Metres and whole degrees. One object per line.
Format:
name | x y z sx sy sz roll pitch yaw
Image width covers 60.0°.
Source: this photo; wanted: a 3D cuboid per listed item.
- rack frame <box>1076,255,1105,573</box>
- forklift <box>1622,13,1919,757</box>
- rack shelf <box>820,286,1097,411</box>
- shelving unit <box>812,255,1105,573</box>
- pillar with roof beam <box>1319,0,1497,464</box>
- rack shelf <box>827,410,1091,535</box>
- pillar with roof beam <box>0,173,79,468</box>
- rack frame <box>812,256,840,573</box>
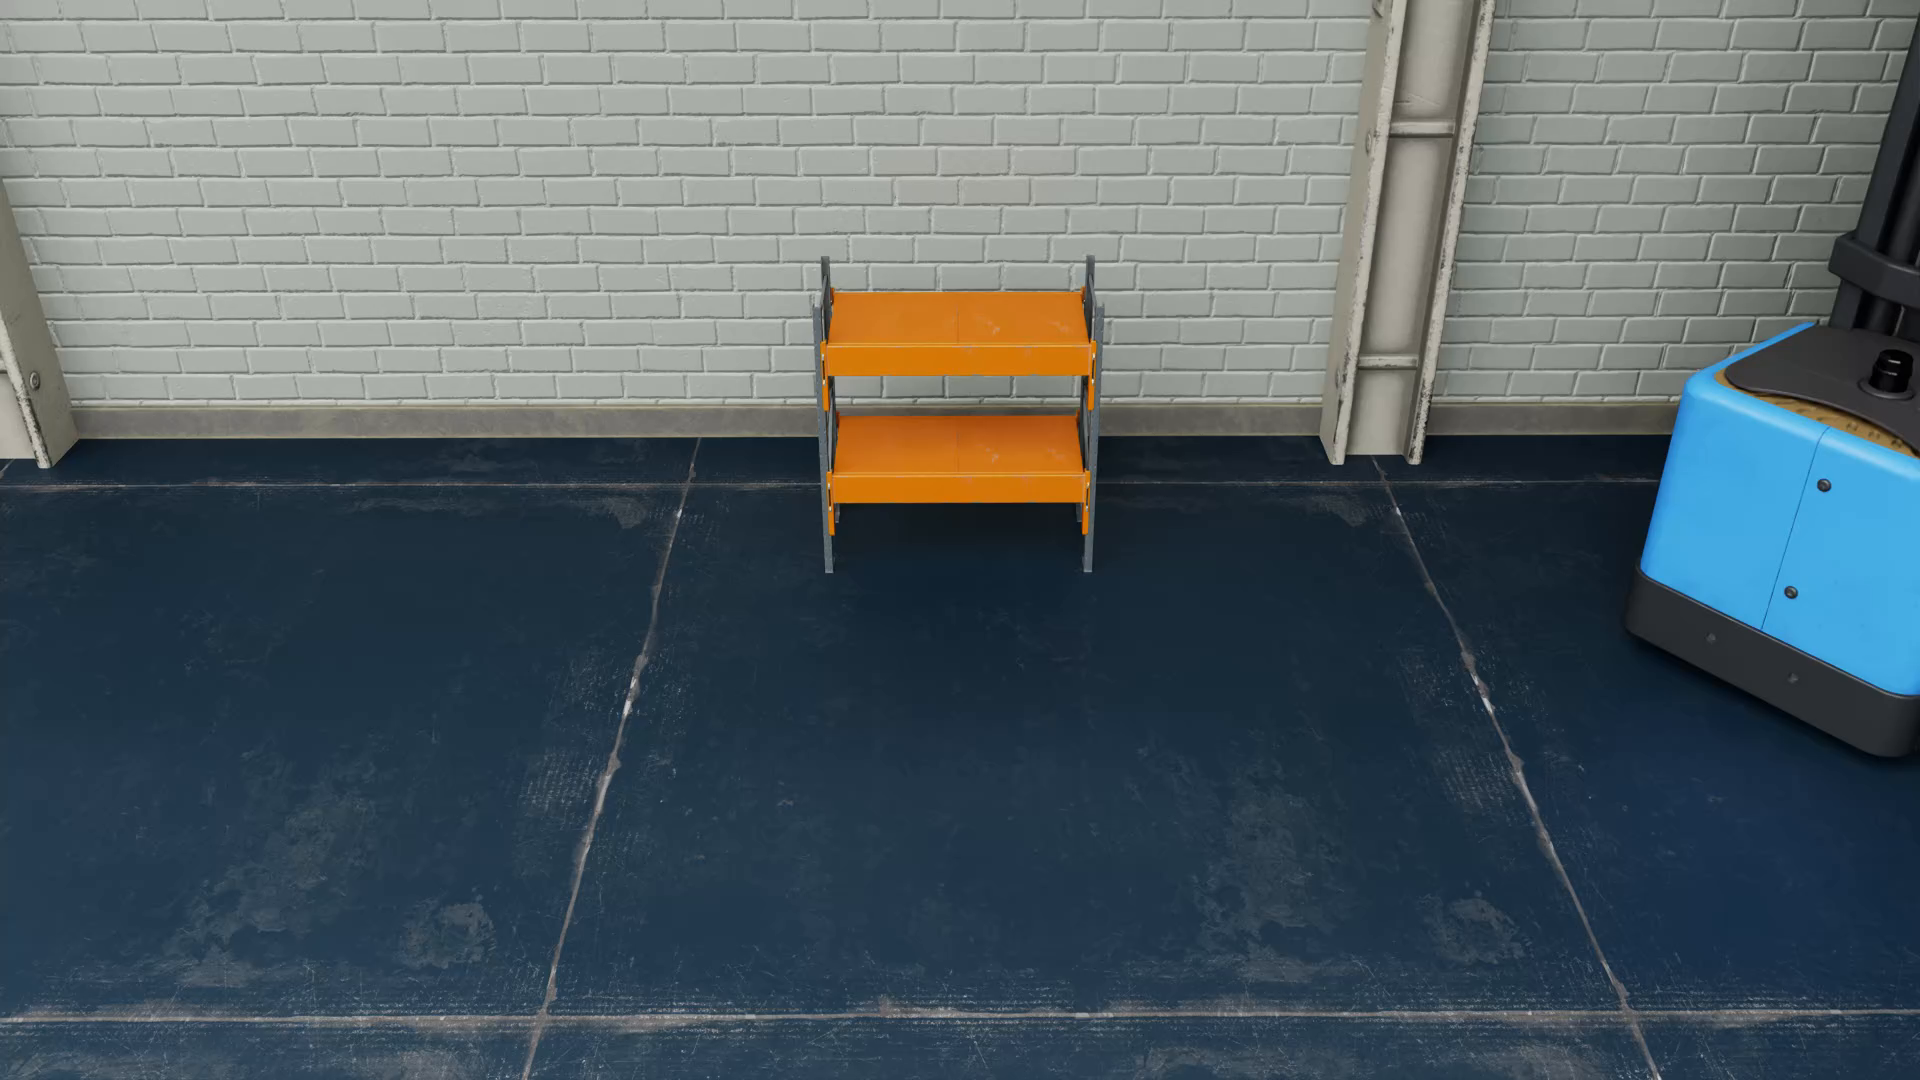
rack frame | 0.502 -0.482 6.461 0.032 1.125 0.500 0 31 0
forklift | 3.910 -1.151 5.821 3.031 2.935 1.130 -22 37 -31
rack shelf | -0.007 -0.731 6.306 1.000 0.278 0.538 0 31 0
shelving unit | -0.007 -0.481 6.458 1.048 1.125 0.538 0 31 0
pillar with roof beam | 1.853 -2.027 1.416 0.400 9.000 9.100 0 31 0
rack shelf | -0.007 -0.272 6.585 1.000 0.278 0.538 0 31 0
pillar with roof beam | -4.147 -2.008 1.385 0.400 9.000 9.100 0 31 0
rack frame | -0.515 -0.479 6.456 0.032 1.125 0.500 0 31 0
